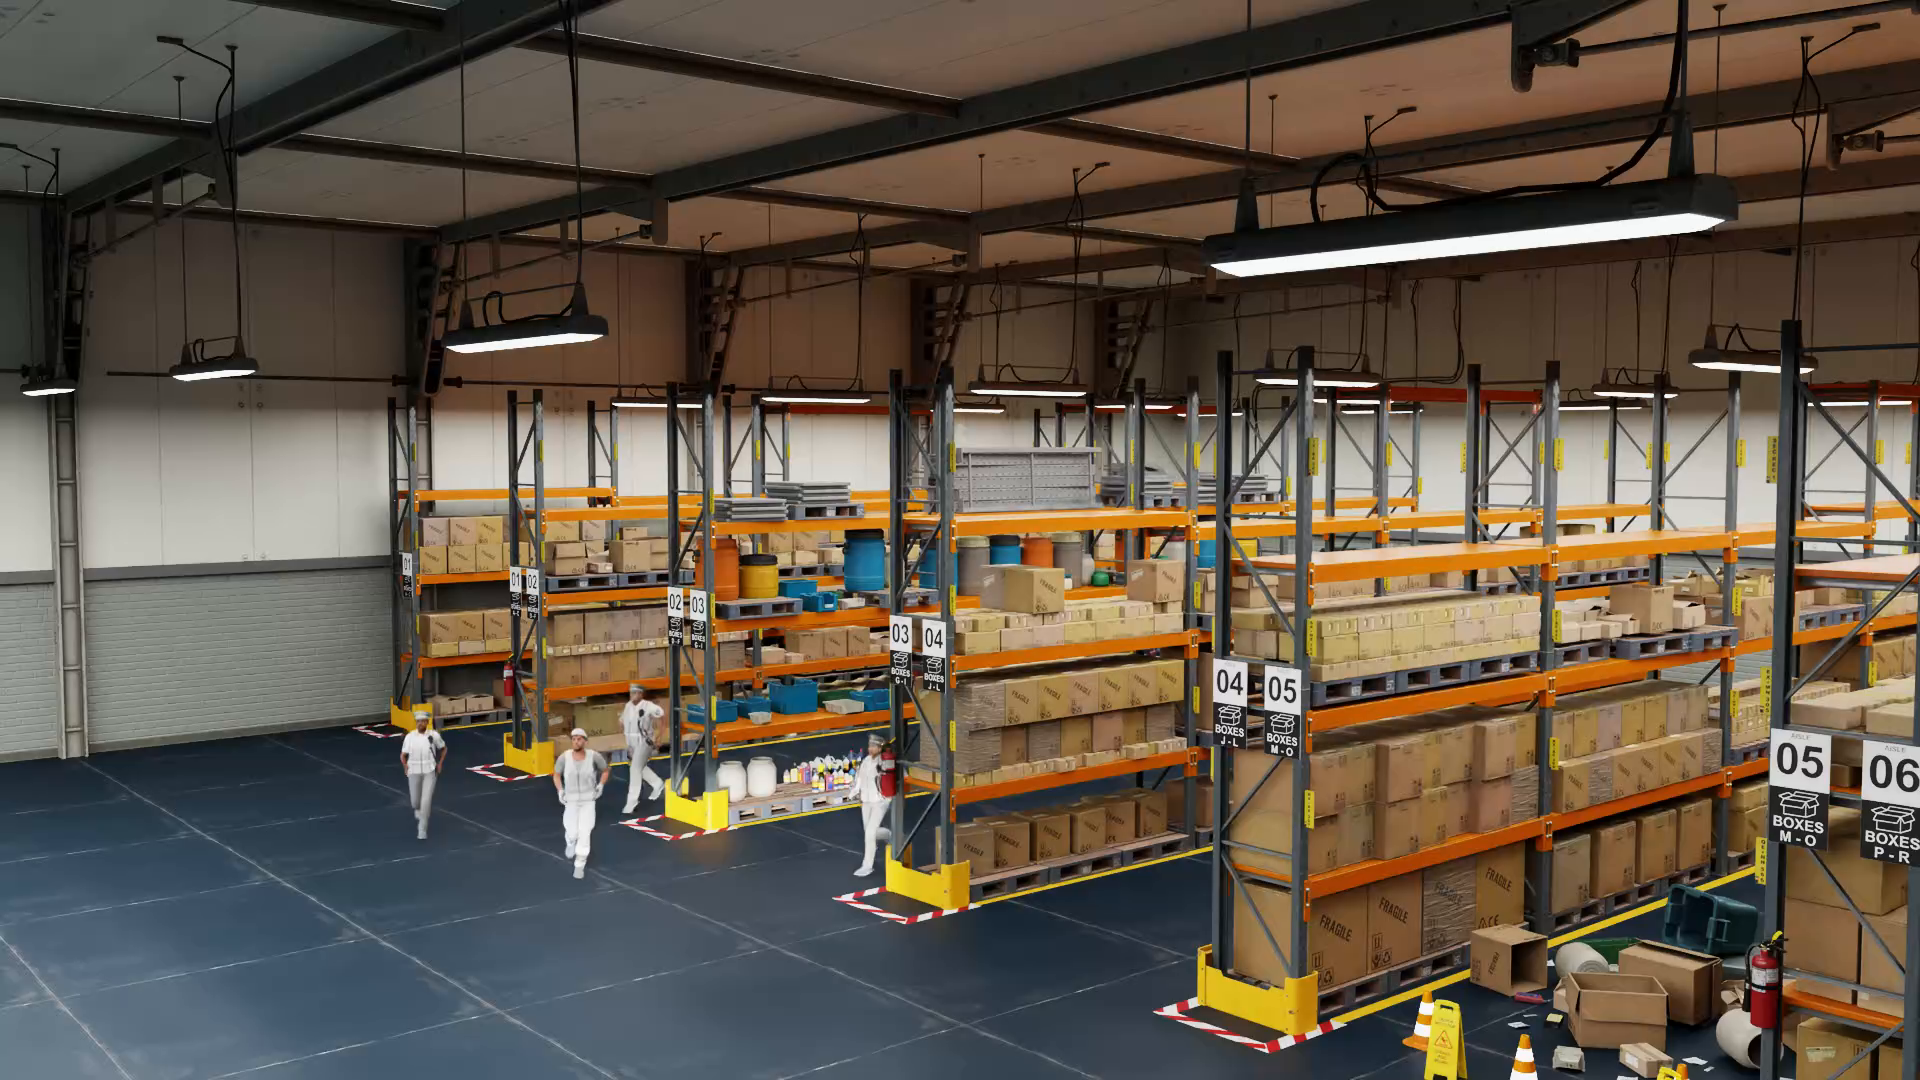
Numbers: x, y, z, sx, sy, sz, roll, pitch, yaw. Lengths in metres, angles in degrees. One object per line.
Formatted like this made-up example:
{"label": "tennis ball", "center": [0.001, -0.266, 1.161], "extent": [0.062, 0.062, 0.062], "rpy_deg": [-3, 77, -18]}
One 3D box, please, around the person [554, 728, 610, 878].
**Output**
{"label": "person", "center": [-4.563, 3.128, 20.024], "extent": [0.640, 1.765, 0.692], "rpy_deg": [0, 3, -8]}

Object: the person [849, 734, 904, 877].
{"label": "person", "center": [-0.987, 3.166, 20.088], "extent": [0.619, 1.683, 0.809], "rpy_deg": [3, 4, 39]}

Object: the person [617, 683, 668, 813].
{"label": "person", "center": [-4.531, 2.911, 23.628], "extent": [0.690, 1.811, 0.941], "rpy_deg": [2, 4, 37]}

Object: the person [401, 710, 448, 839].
{"label": "person", "center": [-7.069, 3.062, 21.936], "extent": [0.593, 1.660, 0.768], "rpy_deg": [-1, 3, -13]}
